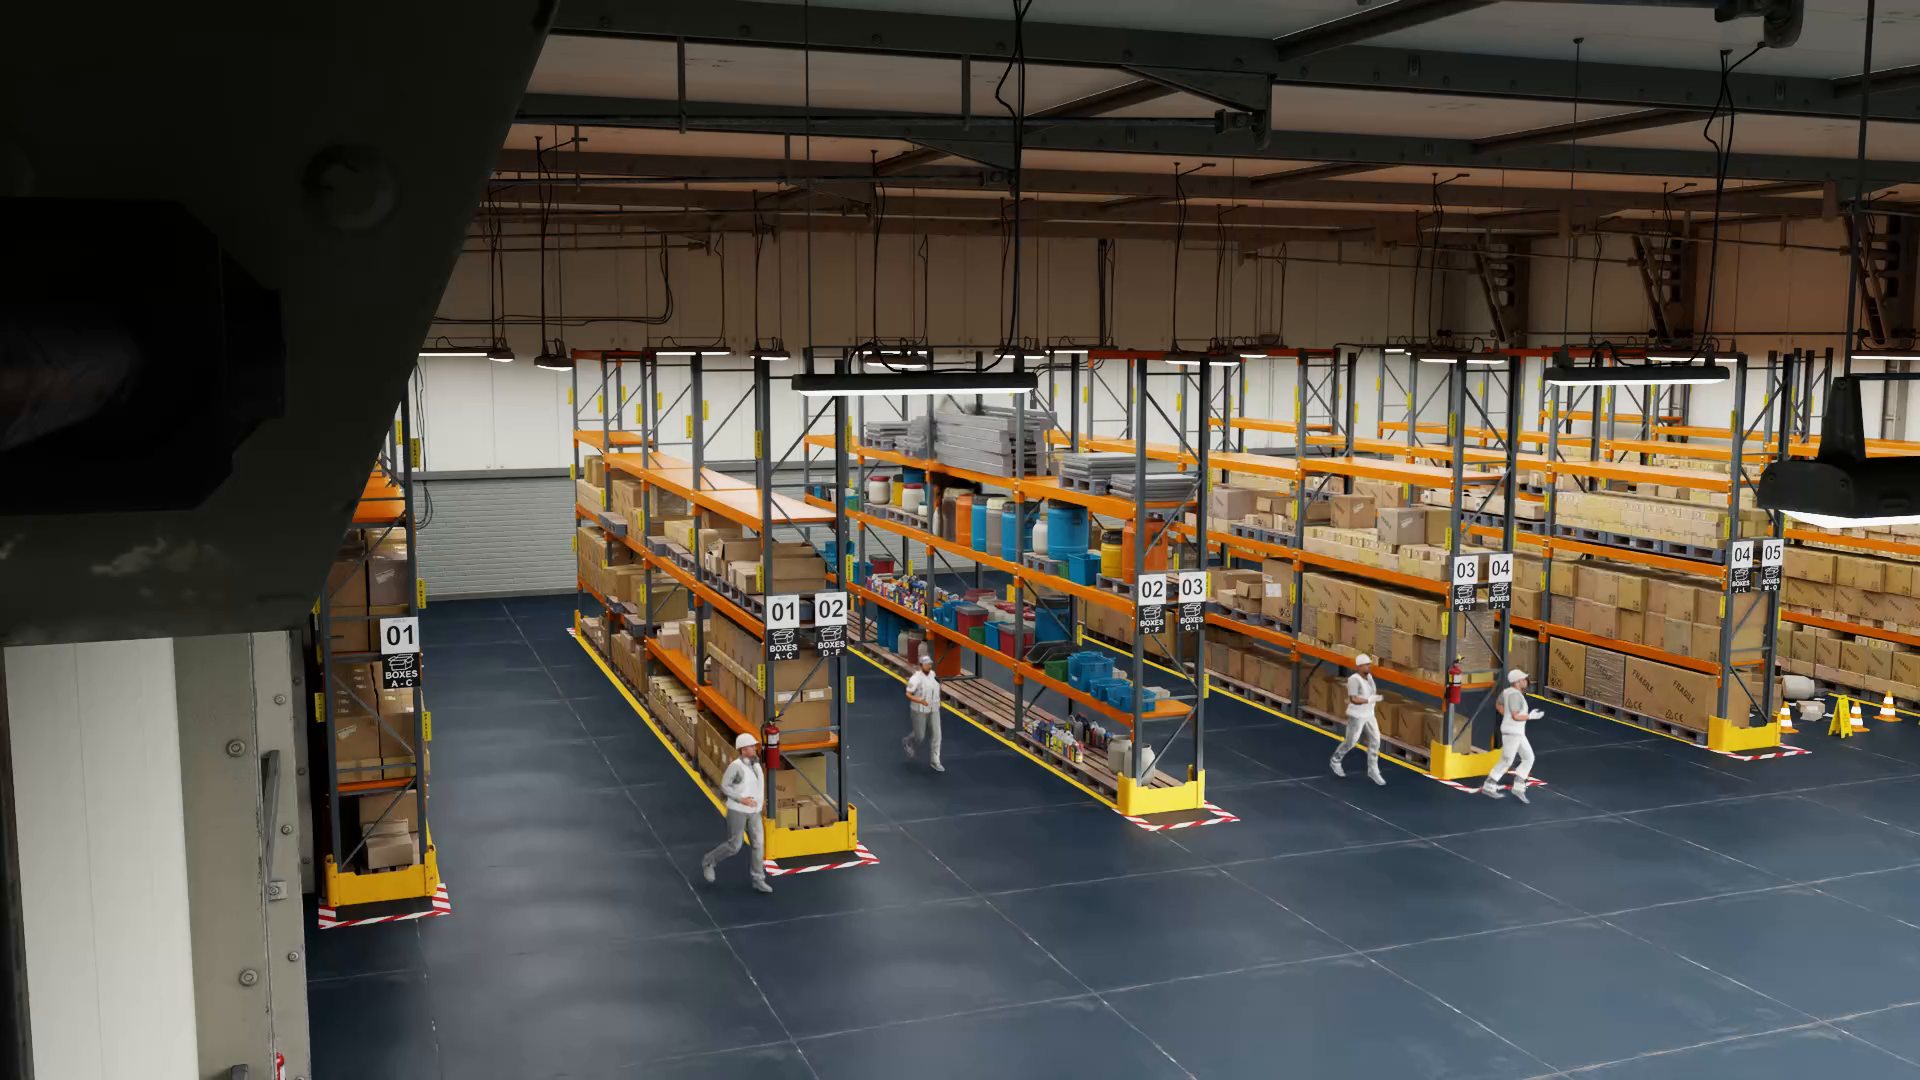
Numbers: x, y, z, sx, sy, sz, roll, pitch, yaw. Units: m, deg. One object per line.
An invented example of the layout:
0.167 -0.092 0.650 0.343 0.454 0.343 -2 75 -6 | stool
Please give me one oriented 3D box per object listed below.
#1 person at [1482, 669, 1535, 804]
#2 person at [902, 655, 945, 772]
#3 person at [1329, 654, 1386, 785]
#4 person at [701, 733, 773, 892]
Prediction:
7.454 2.661 22.546 0.663 1.835 0.652 3 8 20 | person
-0.524 2.502 24.293 0.613 1.663 0.900 -5 8 -33 | person
5.632 2.517 23.508 0.686 1.842 0.836 -7 10 -44 | person
-2.444 3.092 19.082 0.954 1.740 0.723 4 8 32 | person
